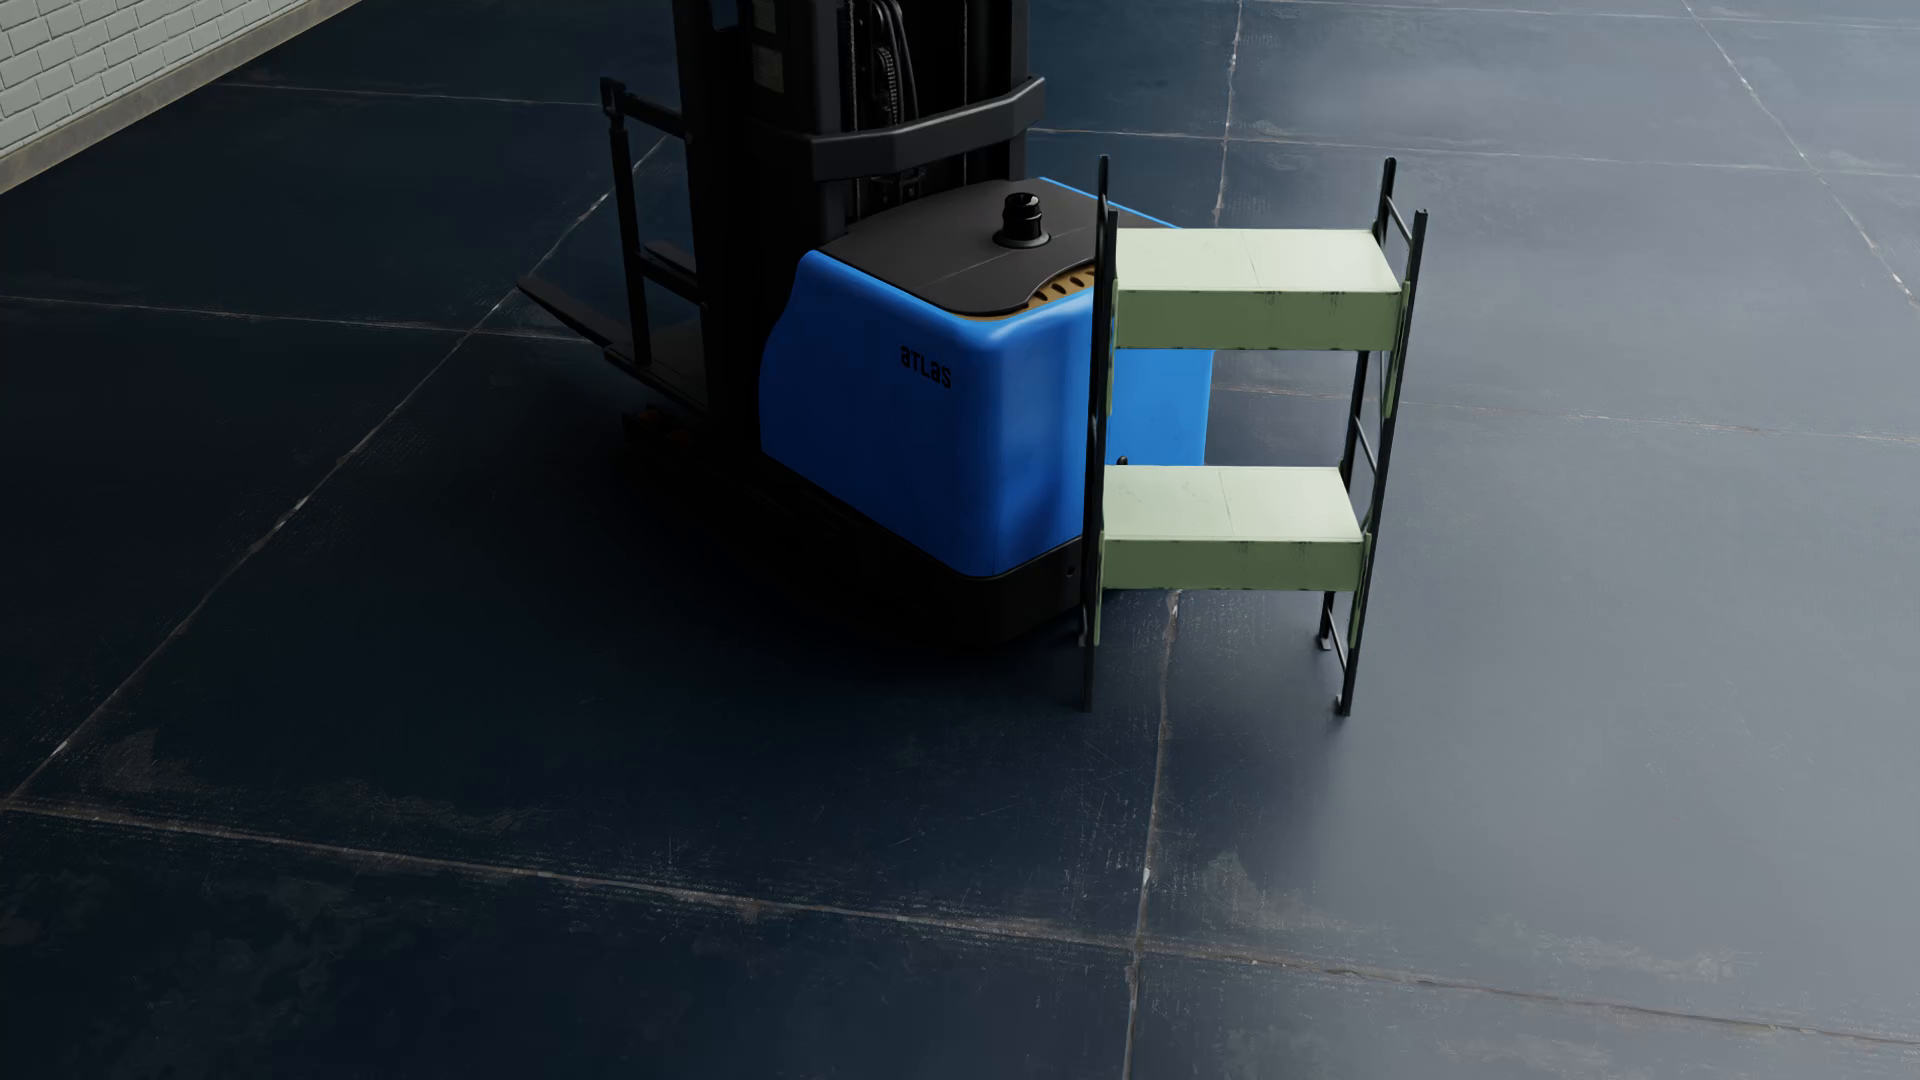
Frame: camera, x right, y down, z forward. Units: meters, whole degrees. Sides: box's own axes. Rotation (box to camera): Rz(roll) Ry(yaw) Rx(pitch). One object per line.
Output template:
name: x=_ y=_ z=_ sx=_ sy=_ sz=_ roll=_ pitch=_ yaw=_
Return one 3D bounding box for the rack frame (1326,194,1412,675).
rack frame: x=1.099 y=-0.242 z=4.492 sx=0.010 sy=1.308 sz=0.380 roll=1 pitch=32 yaw=1

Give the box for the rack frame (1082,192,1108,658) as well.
rack frame: x=0.367 y=-0.249 z=4.503 sx=0.010 sy=1.308 sz=0.380 roll=1 pitch=32 yaw=1

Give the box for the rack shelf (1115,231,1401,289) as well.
rack shelf: x=0.733 y=-0.690 z=4.221 sx=0.686 sy=0.052 sz=0.368 roll=1 pitch=32 yaw=1

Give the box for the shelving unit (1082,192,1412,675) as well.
shelving unit: x=0.733 y=-0.246 z=4.498 sx=0.742 sy=1.308 sz=0.380 roll=1 pitch=32 yaw=1

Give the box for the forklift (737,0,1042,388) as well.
forklift: x=-0.554 y=-1.630 z=5.360 sx=1.109 sy=2.935 sz=3.031 roll=-25 pitch=40 yaw=-34
